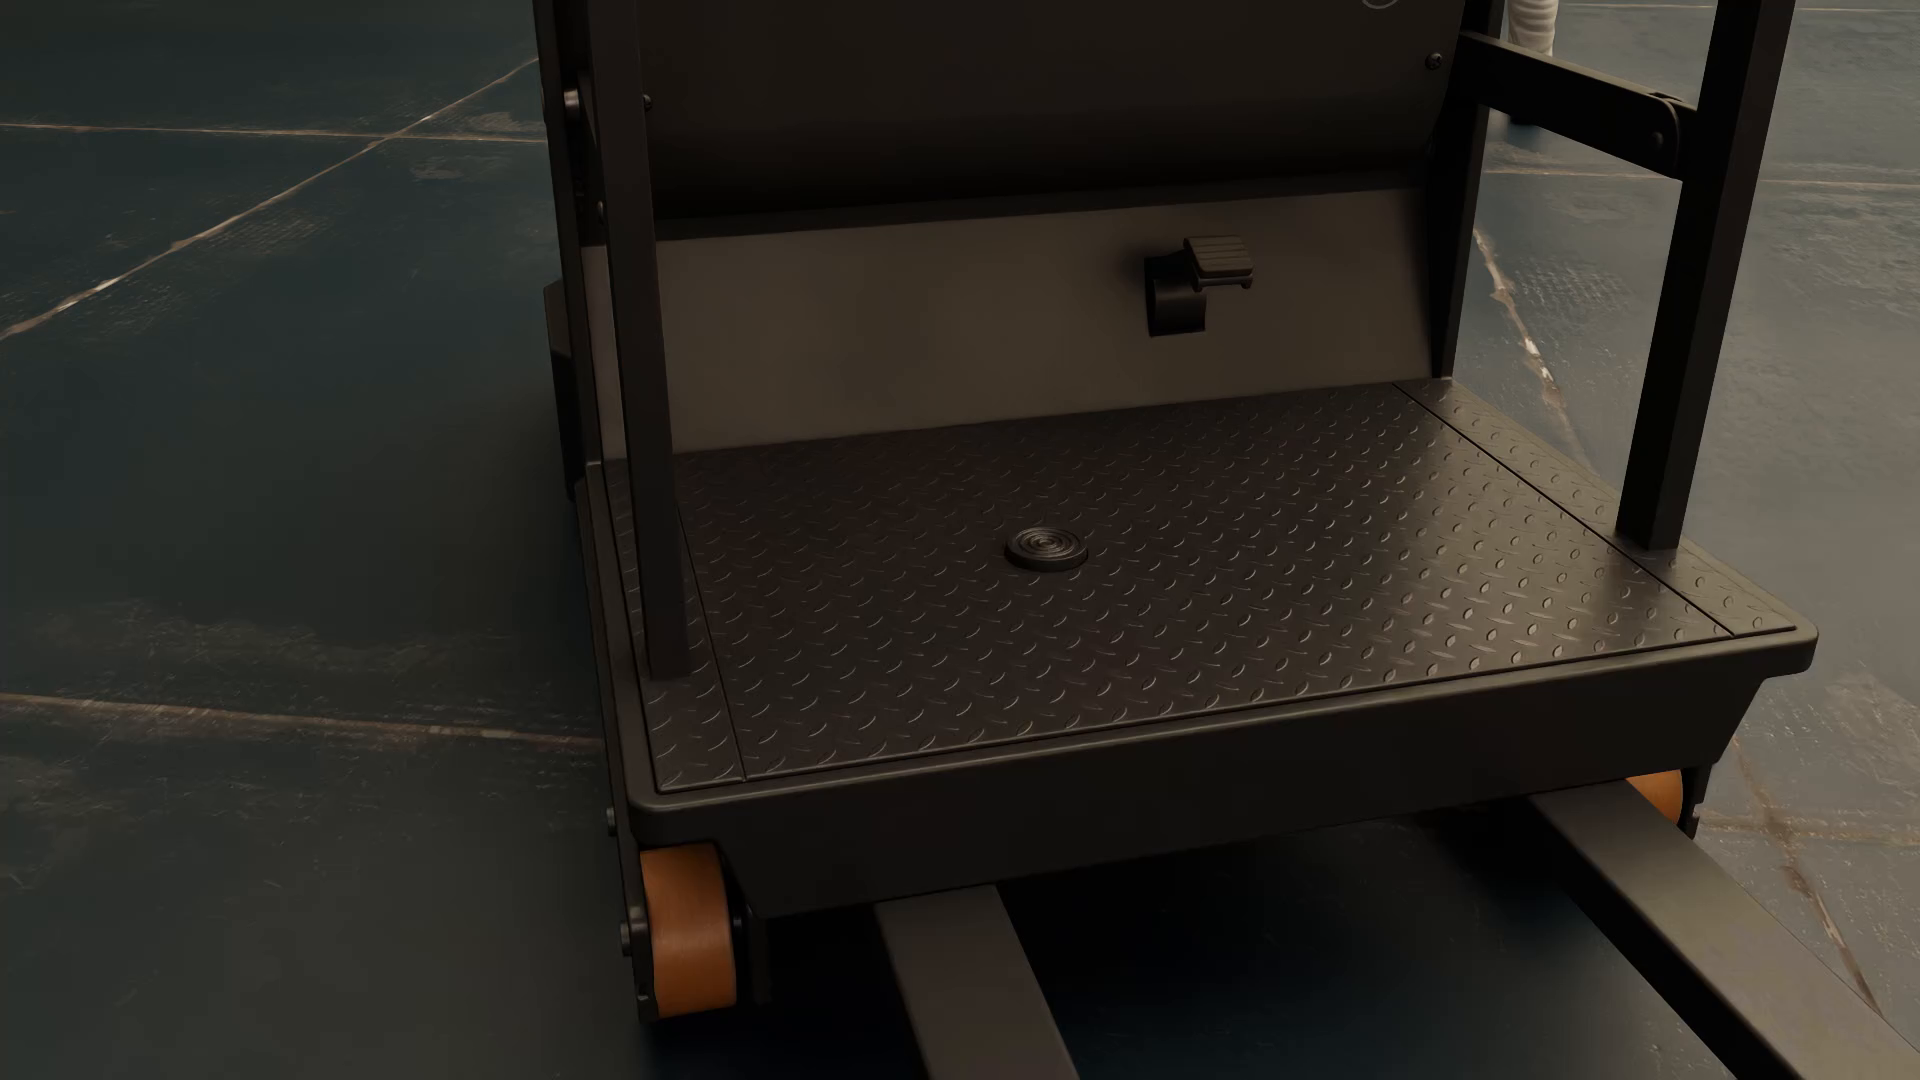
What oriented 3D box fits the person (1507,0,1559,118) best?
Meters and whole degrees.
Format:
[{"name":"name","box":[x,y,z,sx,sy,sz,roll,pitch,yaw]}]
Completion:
[{"name":"person","box":[1.509,-2.013,4.652,0.598,1.670,0.529,1,27,2]}]

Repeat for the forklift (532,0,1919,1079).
[{"name":"forklift","box":[0.153,-1.049,1.319,1.130,2.935,3.031,-7,27,-13]}]
